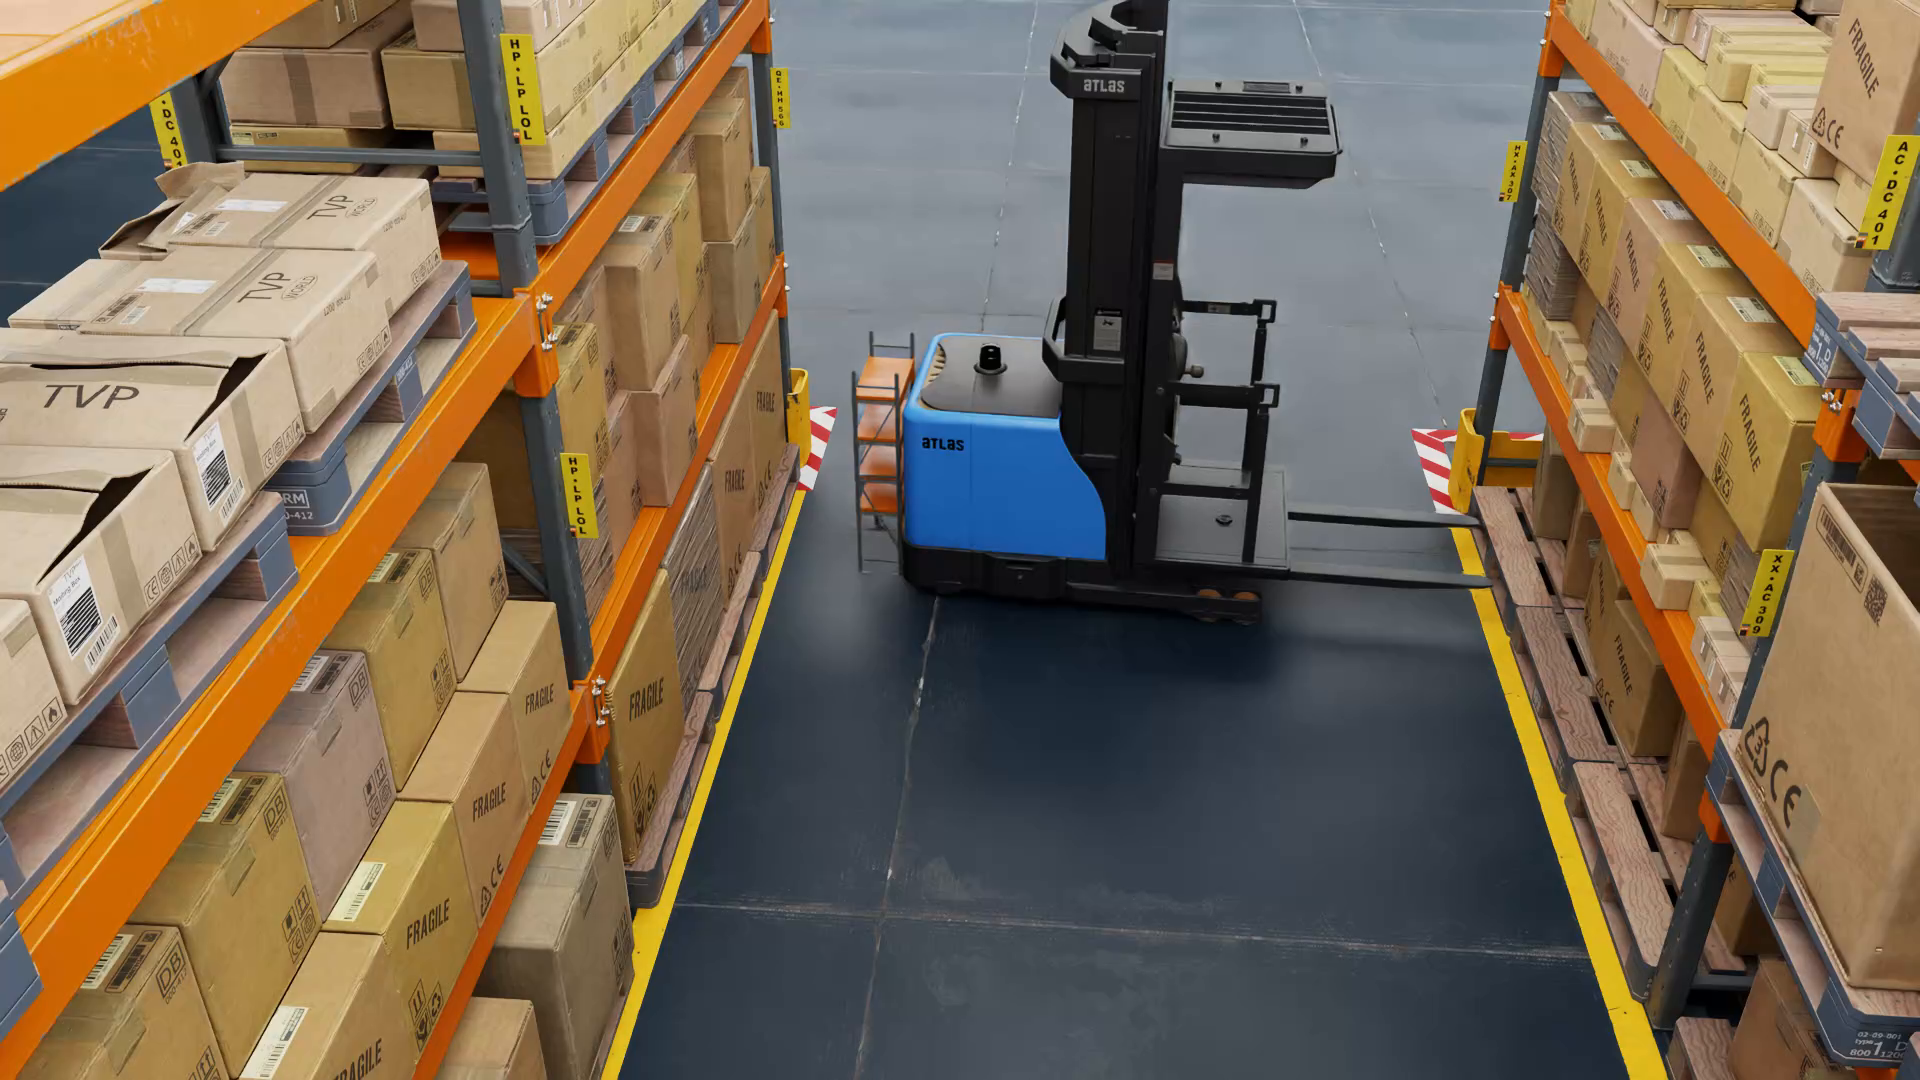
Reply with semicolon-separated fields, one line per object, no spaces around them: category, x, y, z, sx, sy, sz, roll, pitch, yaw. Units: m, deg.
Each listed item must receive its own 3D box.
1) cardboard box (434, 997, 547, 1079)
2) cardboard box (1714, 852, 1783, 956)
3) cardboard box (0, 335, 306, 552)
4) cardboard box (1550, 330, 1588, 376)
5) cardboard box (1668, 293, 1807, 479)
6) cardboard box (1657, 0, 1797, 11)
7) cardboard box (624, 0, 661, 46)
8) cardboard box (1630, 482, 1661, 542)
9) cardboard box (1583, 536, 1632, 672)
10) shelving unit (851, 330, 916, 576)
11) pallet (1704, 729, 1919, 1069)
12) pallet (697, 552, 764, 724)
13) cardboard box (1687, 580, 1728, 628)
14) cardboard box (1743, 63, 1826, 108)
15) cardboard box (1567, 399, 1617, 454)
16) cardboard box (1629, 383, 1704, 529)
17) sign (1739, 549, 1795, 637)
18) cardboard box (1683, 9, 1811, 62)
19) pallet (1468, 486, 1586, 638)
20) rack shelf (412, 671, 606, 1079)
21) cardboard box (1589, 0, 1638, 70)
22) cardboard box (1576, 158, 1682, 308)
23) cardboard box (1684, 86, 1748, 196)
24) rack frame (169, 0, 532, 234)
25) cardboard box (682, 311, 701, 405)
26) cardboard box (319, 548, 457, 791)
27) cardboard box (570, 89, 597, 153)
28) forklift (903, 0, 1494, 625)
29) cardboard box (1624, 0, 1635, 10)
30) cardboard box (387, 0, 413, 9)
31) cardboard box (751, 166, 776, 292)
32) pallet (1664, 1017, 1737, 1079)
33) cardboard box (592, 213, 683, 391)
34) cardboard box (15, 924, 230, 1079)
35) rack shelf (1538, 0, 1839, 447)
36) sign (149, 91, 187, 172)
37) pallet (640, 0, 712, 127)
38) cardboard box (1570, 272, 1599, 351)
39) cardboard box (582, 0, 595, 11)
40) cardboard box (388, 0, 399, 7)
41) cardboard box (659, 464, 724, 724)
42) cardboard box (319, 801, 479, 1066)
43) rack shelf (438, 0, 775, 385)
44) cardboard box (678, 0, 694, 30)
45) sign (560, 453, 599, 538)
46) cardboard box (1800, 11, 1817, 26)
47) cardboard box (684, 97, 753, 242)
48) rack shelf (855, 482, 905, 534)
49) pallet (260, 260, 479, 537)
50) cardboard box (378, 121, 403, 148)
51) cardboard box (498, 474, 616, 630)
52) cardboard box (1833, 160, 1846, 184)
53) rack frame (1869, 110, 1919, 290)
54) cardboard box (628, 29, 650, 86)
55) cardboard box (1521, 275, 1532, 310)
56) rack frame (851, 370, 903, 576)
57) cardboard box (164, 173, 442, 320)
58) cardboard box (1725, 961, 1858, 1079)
cardboard box;-1.870;1.906;5.043;1.050;0.750;0.750;2;32;4
cardboard box;3.181;1.237;6.367;0.500;0.500;0.500;2;32;2
cardboard box;-1.750;-0.240;3.511;0.500;0.311;0.500;1;32;2
cardboard box;3.099;-0.895;8.083;0.380;0.149;0.250;2;32;4
cardboard box;2.910;-0.545;5.943;0.500;0.500;0.500;2;32;4
cardboard box;3.044;-2.427;6.615;0.500;0.500;0.500;2;32;4
cardboard box;-1.428;-2.039;6.204;0.500;0.250;0.500;2;32;3
cardboard box;2.984;-0.111;6.810;0.380;0.149;0.250;2;32;4
cardboard box;3.282;0.319;7.856;0.500;0.500;0.500;5;32;9
shelving unit;-0.393;-0.455;8.845;0.258;1.200;0.503;4;32;7
pallet;2.901;1.034;4.896;1.003;0.211;1.213;2;32;4
pallet;-1.590;0.447;8.323;1.003;0.211;1.213;2;32;4
cardboard box;2.943;0.282;6.172;0.380;0.149;0.250;2;32;4
cardboard box;2.985;-1.554;5.817;0.380;0.149;0.250;4;32;6
cardboard box;2.955;-0.507;7.453;0.380;0.149;0.250;2;32;4
cardboard box;3.223;-0.369;6.611;0.875;0.500;0.500;2;32;4
sign;2.567;0.171;5.288;0.100;0.325;0.005;2;32;4
cardboard box;3.068;-1.971;6.492;0.380;0.149;0.250;2;32;3
pallet;3.327;0.117;8.859;1.003;0.211;1.213;2;32;4
rack shelf;-1.989;1.646;4.406;1.077;0.370;4.000;2;32;4
cardboard box;3.102;-2.235;7.302;0.500;0.250;0.500;2;32;3
cardboard box;3.031;-1.329;7.216;0.500;0.500;0.500;2;32;4
cardboard box;2.975;-1.443;6.017;0.500;0.250;0.500;2;32;4
rack frame;-1.827;-2.260;4.340;1.000;3.000;0.127;2;32;4
cardboard box;-1.682;-0.811;7.563;0.875;0.550;0.500;2;32;4
cardboard box;-1.901;0.355;4.767;0.700;0.500;0.500;2;32;3
cardboard box;-1.439;-1.409;5.562;0.380;0.149;0.250;3;32;4
forklift;1.261;-1.112;8.260;3.031;2.935;1.130;4;32;7
cardboard box;3.073;-2.373;7.146;0.380;0.149;0.250;4;32;6
cardboard box;-2.001;-1.800;5.816;0.500;0.250;0.500;2;32;4
cardboard box;-1.486;-1.665;8.950;0.875;0.550;0.550;2;32;4
pallet;3.047;2.153;5.555;1.003;0.211;1.213;2;32;4
cardboard box;-1.652;-0.990;6.825;0.875;0.550;0.550;2;32;4
cardboard box;-2.026;1.150;3.476;0.700;0.500;0.500;2;32;3
rack shelf;3.271;-1.458;6.583;1.077;0.370;4.000;2;32;4
sign;-2.380;-1.260;5.008;0.100;0.325;0.005;2;32;4
pallet;-1.648;-2.009;6.876;1.003;0.211;1.213;2;32;4
cardboard box;3.441;-1.149;7.877;0.875;0.500;0.500;2;32;4
cardboard box;-1.418;-1.878;5.564;0.380;0.149;0.250;2;32;4
cardboard box;-2.073;-1.905;5.607;0.380;0.149;0.250;2;32;4
cardboard box;-1.636;0.222;7.655;0.875;0.875;0.875;3;32;4
cardboard box;-1.685;1.064;4.569;0.500;0.500;0.500;3;32;5
rack shelf;-1.664;-1.723;7.013;1.077;0.370;4.000;2;32;4
cardboard box;-1.315;-2.203;6.851;0.380;0.149;0.250;3;32;5
sign;-1.285;-0.147;5.601;0.100;0.325;0.005;2;32;4
cardboard box;3.610;-2.077;6.665;0.380;0.149;0.250;1;32;2
cardboard box;-1.523;-1.837;8.200;0.875;0.550;0.550;2;32;4
rack shelf;-0.393;-0.229;8.984;0.258;0.148;0.480;4;32;7
pallet;-1.852;-0.420;4.396;0.805;0.209;1.217;1;32;2
cardboard box;-2.095;-1.433;5.601;0.380;0.149;0.250;3;32;5
cardboard box;-1.809;0.037;6.188;0.875;0.550;0.550;2;32;4
cardboard box;2.960;-1.142;5.148;0.380;0.149;0.250;3;32;5
rack frame;3.109;-1.995;3.910;1.000;3.000;0.127;2;32;4
cardboard box;-1.377;-1.805;6.205;0.380;0.149;0.250;2;32;3
cardboard box;3.173;-1.287;8.719;0.380;0.149;0.250;2;32;4
rack frame;-0.426;-0.328;8.639;0.240;1.200;0.015;4;32;7
cardboard box;-1.725;-0.764;4.419;0.500;0.250;0.500;3;32;5
cardboard box;3.037;1.756;5.505;0.700;0.500;0.500;0;32;0
